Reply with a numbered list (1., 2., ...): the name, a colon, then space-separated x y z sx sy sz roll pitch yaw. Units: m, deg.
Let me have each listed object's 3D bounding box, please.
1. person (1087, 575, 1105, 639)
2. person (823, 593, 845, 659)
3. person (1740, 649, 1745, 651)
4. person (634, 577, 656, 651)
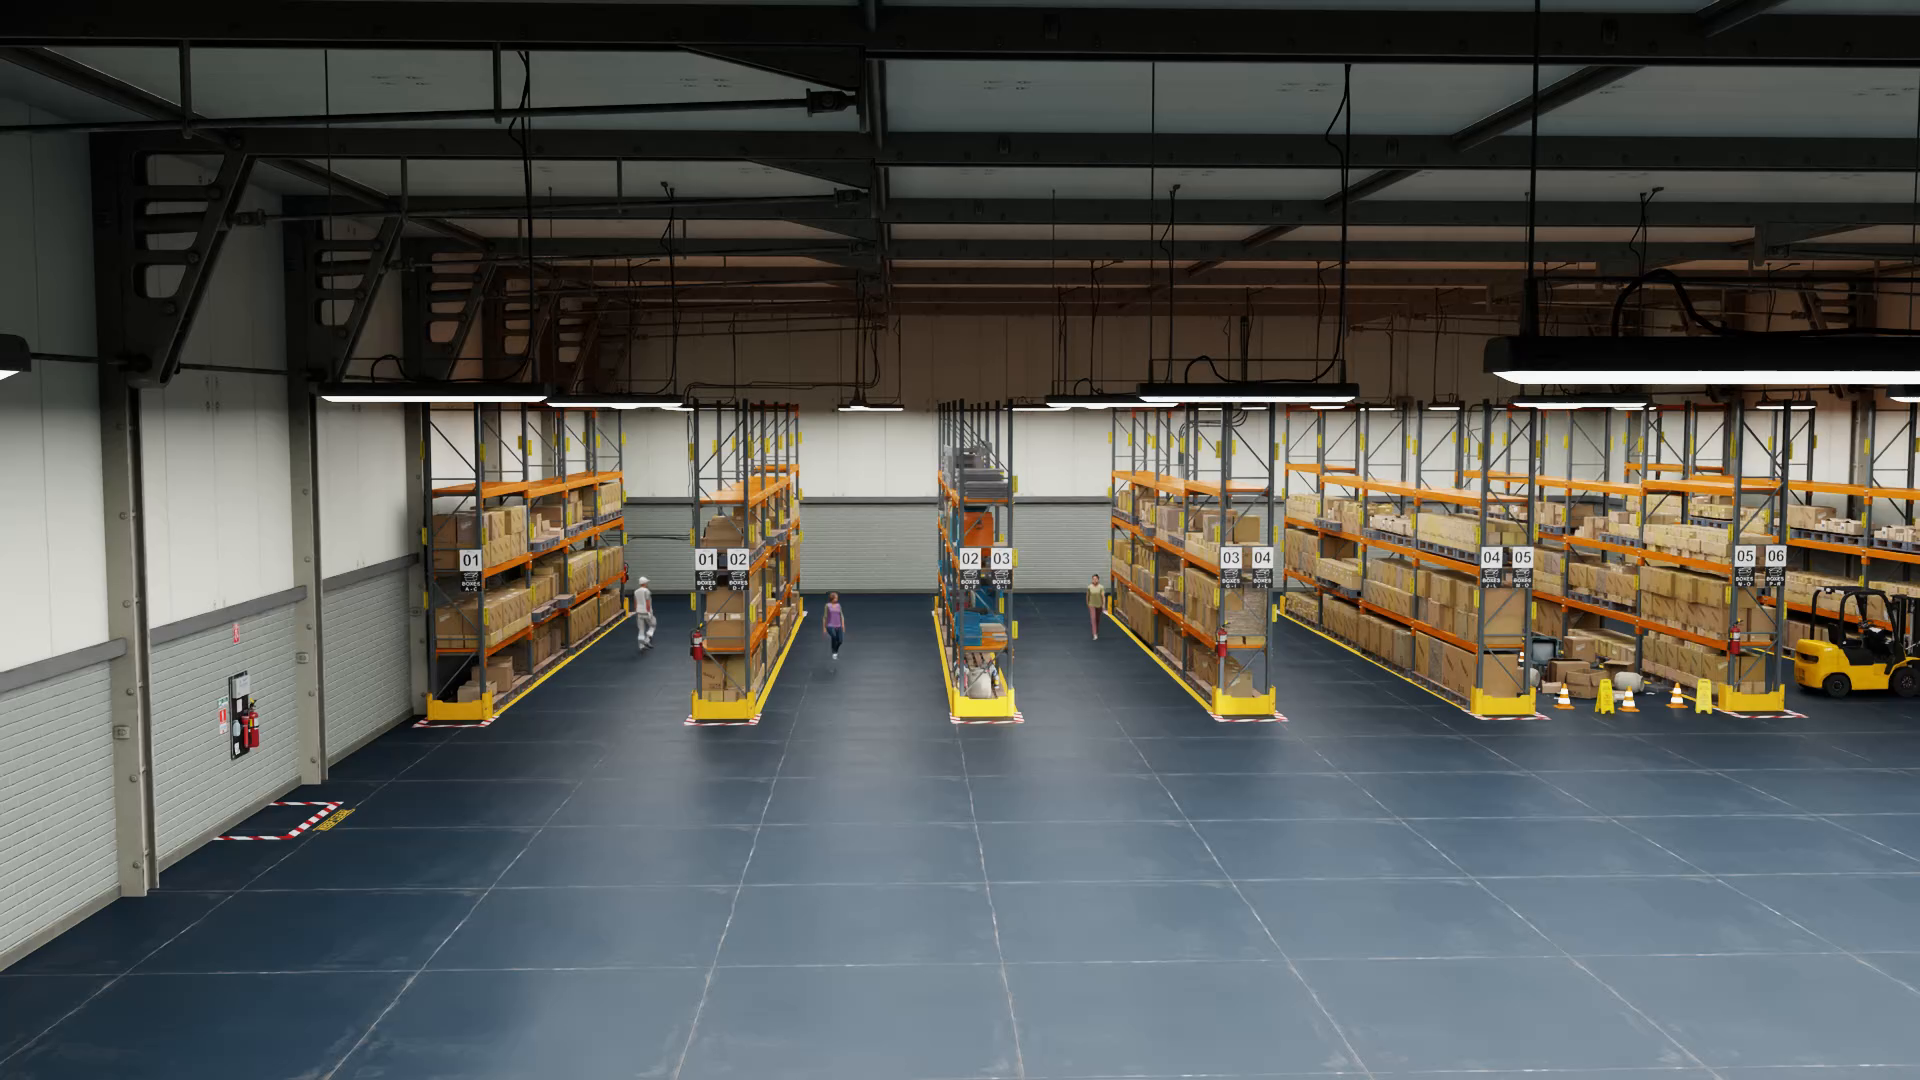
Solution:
1. person: 3.473 1.684 42.351 0.455 1.610 1.058 0 4 -4
2. person: -2.778 1.921 37.165 0.445 1.463 0.744 -2 5 -26
3. person: 17.618 2.050 37.743 0.448 1.731 0.596 -1 4 -9
4. person: -7.629 1.773 40.070 0.543 1.764 0.468 1 4 15
